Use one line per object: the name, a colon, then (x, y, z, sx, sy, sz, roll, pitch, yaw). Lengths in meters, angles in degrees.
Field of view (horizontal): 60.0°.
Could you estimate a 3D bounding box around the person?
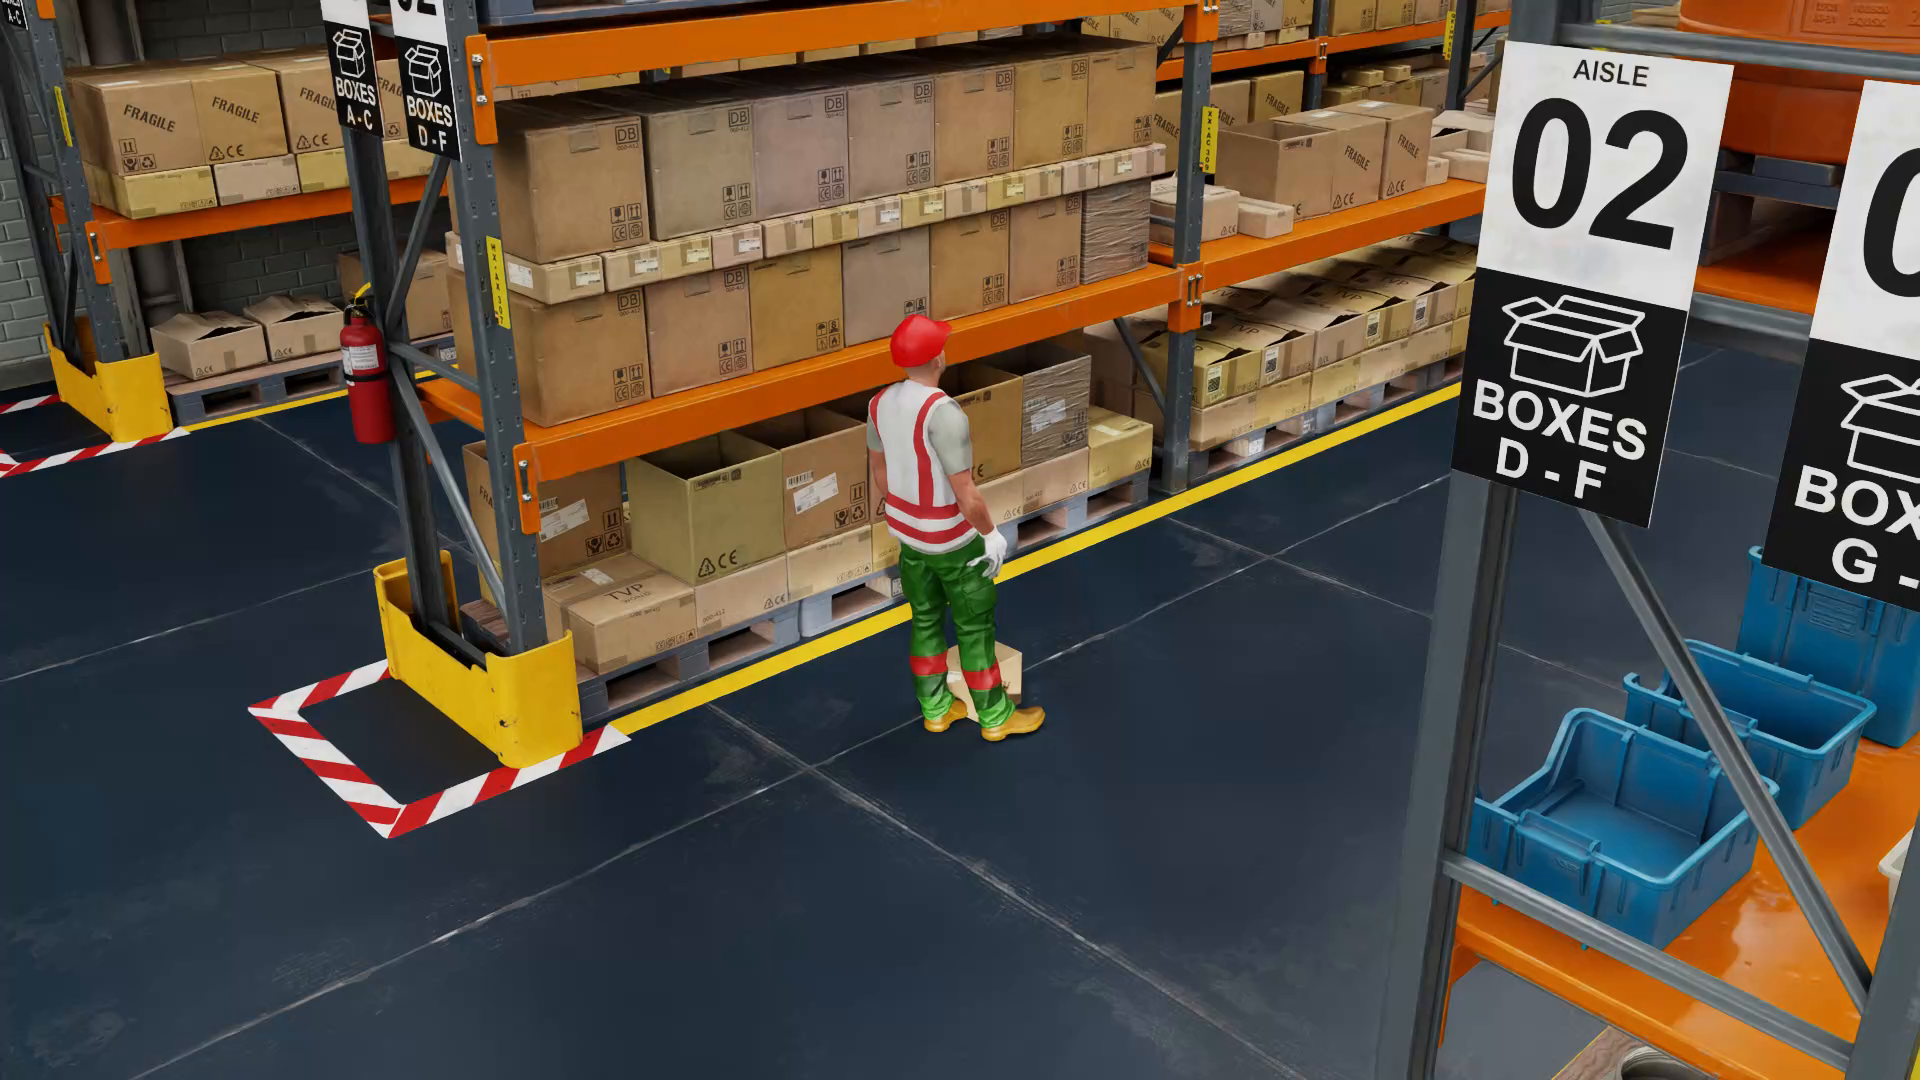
person: (-0.029, -0.053, 6.669, 0.561, 1.790, 0.638, -21, 31, -39)
